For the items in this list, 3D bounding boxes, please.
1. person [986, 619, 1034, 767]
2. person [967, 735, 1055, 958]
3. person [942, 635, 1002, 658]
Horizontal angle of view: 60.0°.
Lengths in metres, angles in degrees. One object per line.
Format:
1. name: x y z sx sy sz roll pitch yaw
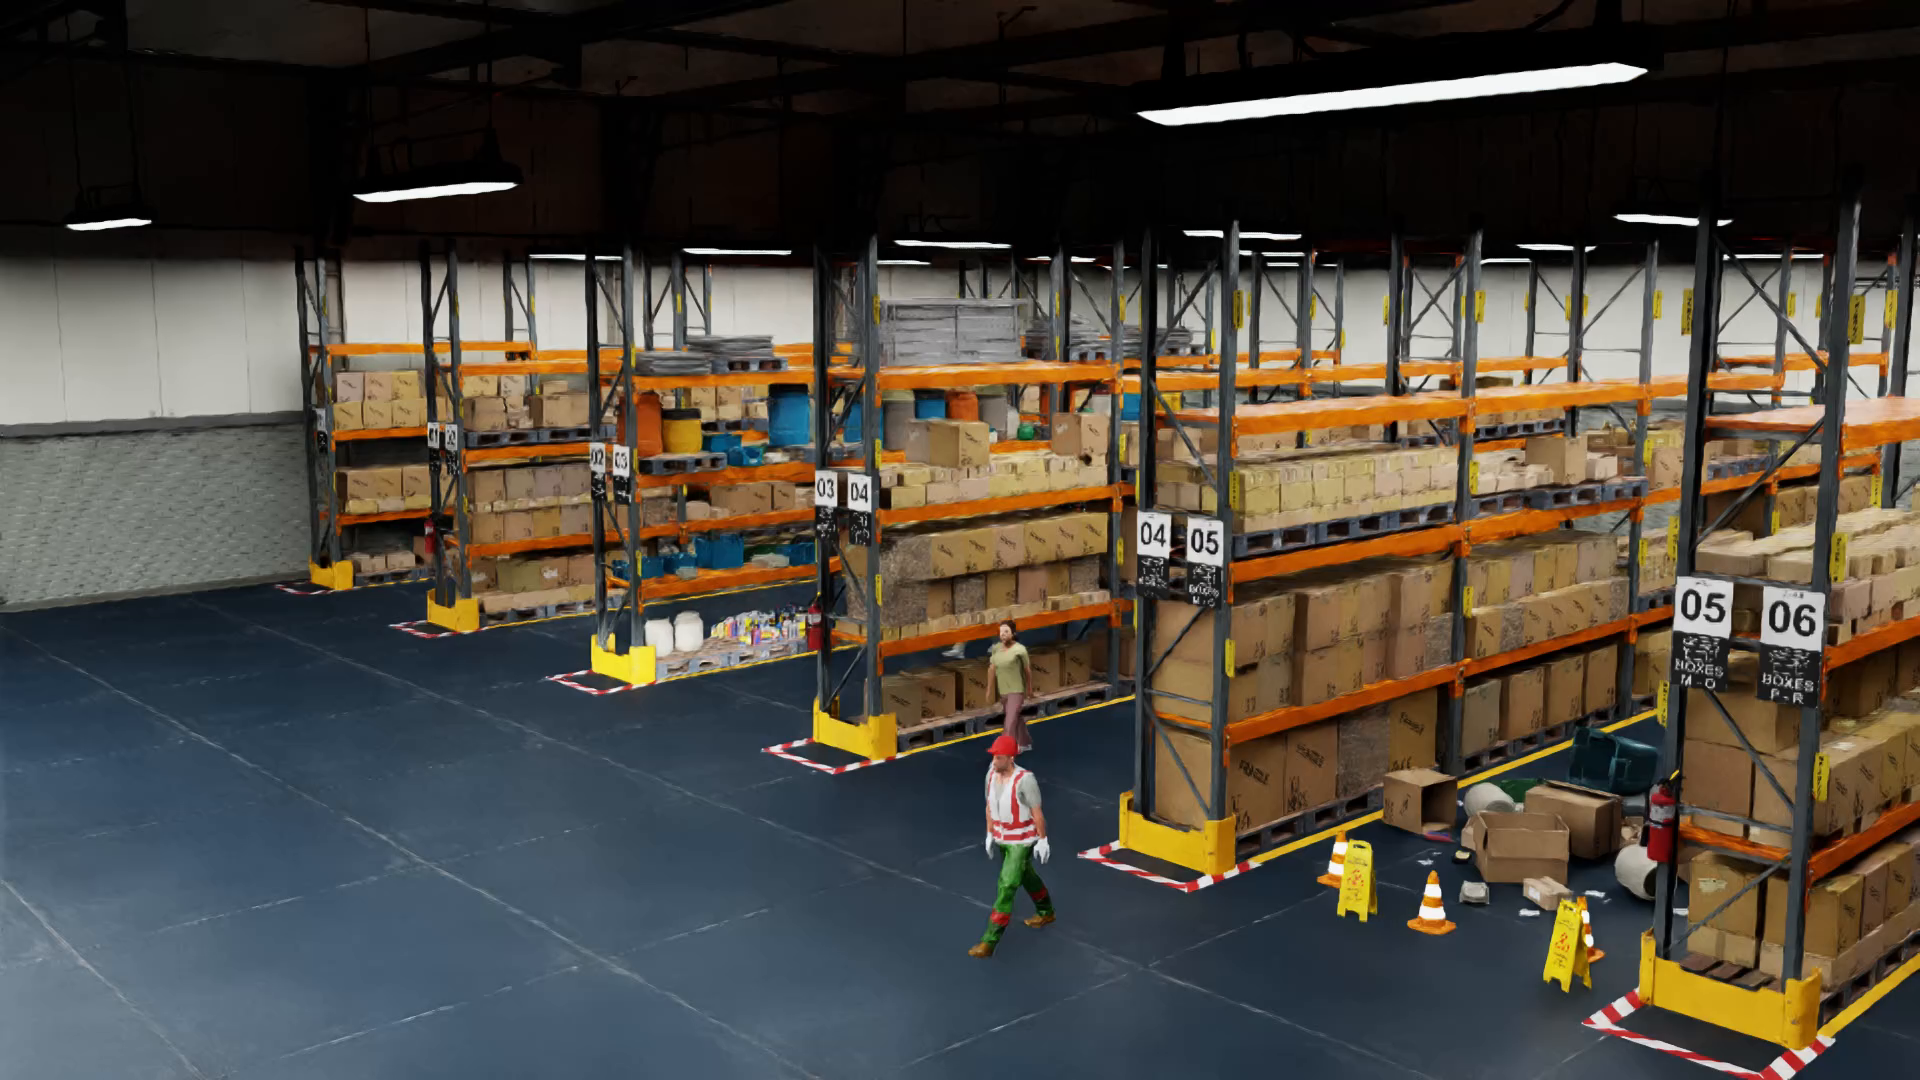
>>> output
1. person: 0.527 1.669 18.434 0.446 1.604 1.018 7 11 38
2. person: 0.383 2.379 13.250 1.123 1.709 0.553 -7 11 -40
3. person: 0.240 0.832 23.813 1.111 1.715 0.600 -8 12 -43
